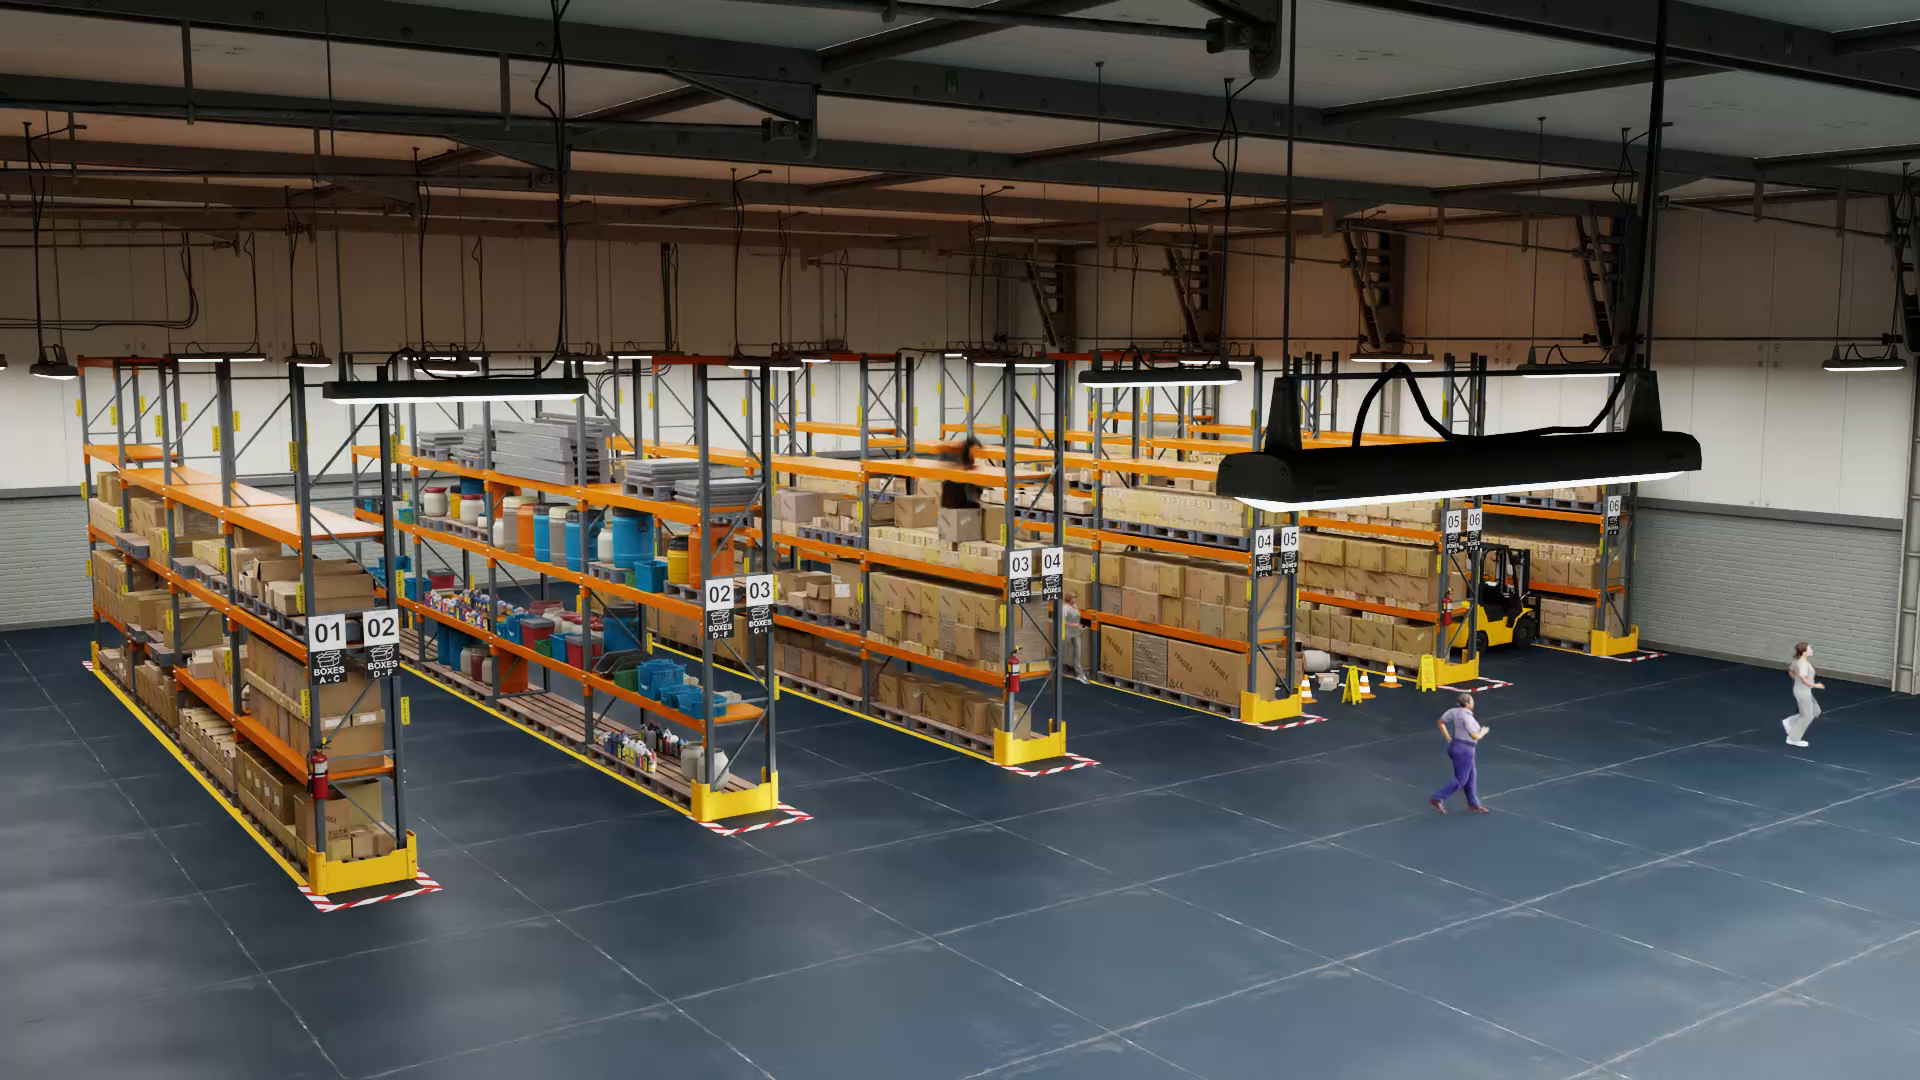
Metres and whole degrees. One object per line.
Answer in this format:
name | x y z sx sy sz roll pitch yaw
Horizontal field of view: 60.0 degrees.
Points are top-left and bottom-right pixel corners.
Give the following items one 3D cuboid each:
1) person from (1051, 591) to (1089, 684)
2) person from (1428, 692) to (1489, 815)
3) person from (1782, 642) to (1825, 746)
person | 1.937 1.693 29.268 0.811 1.610 0.538 6 9 42
person | 6.629 2.832 22.017 0.903 1.654 0.632 -1 7 -7
person | 13.141 2.399 25.881 0.559 1.622 0.560 2 7 19
